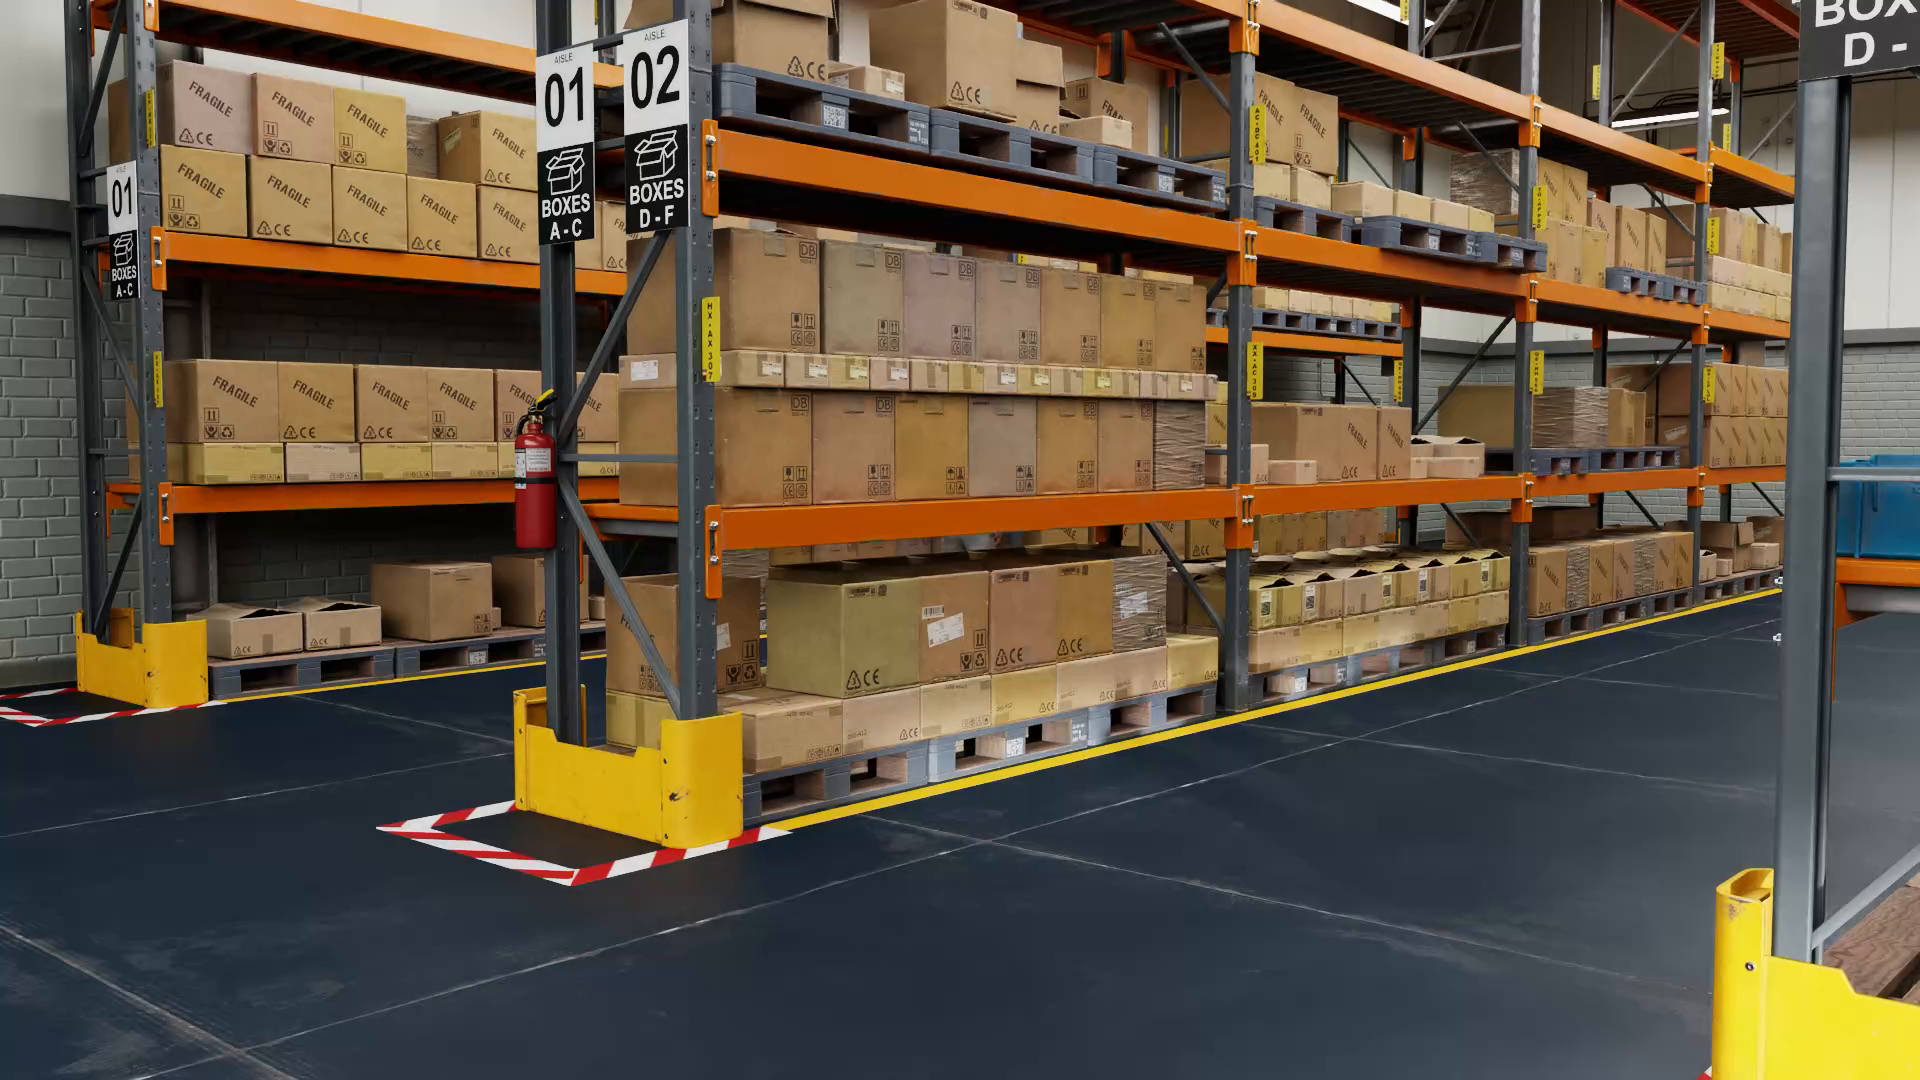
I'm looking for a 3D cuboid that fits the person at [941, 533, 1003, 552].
[{"bbox_3d":[0.067,-0.107,13.388,0.606,1.749,0.440,3,4,38],"label":"person"}]
